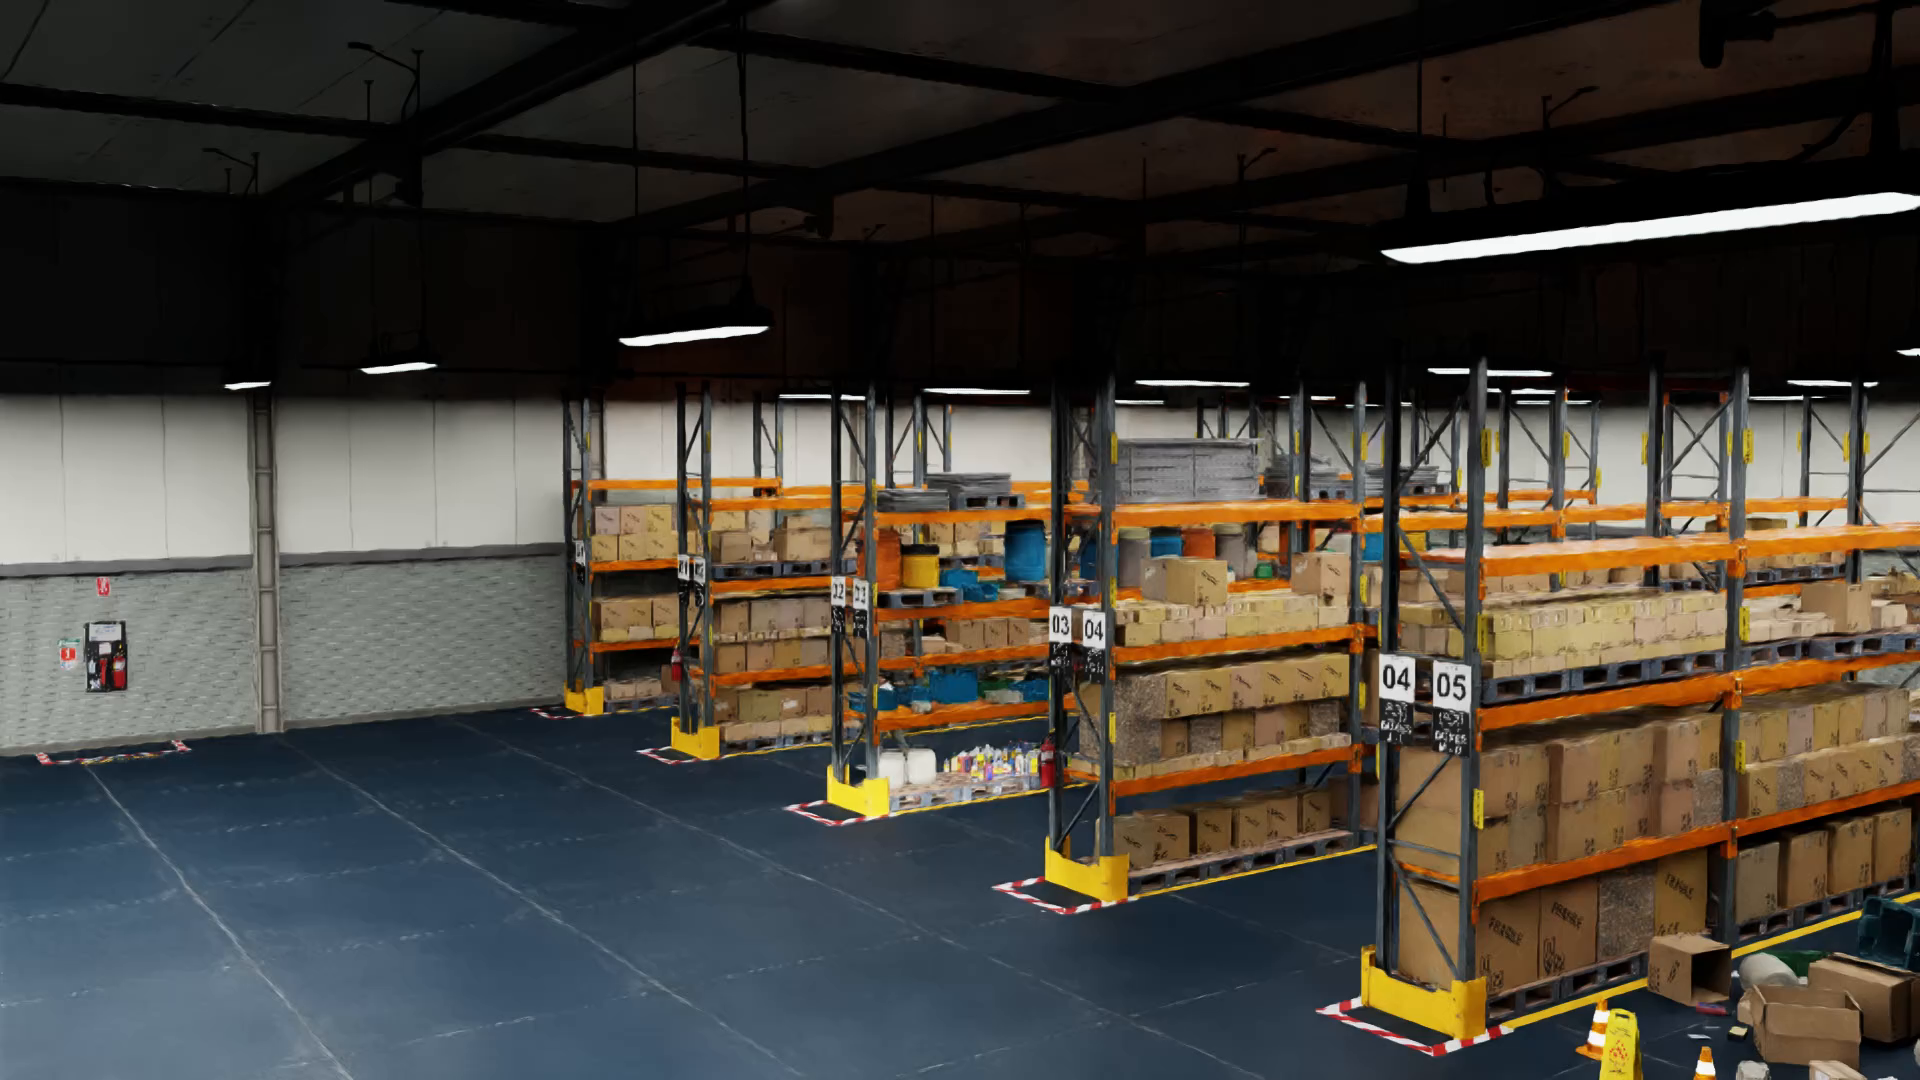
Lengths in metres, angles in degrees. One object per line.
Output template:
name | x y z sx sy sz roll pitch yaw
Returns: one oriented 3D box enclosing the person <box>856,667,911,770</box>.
person | -1.096 2.730 25.223 0.928 1.624 0.521 -1 4 -11
